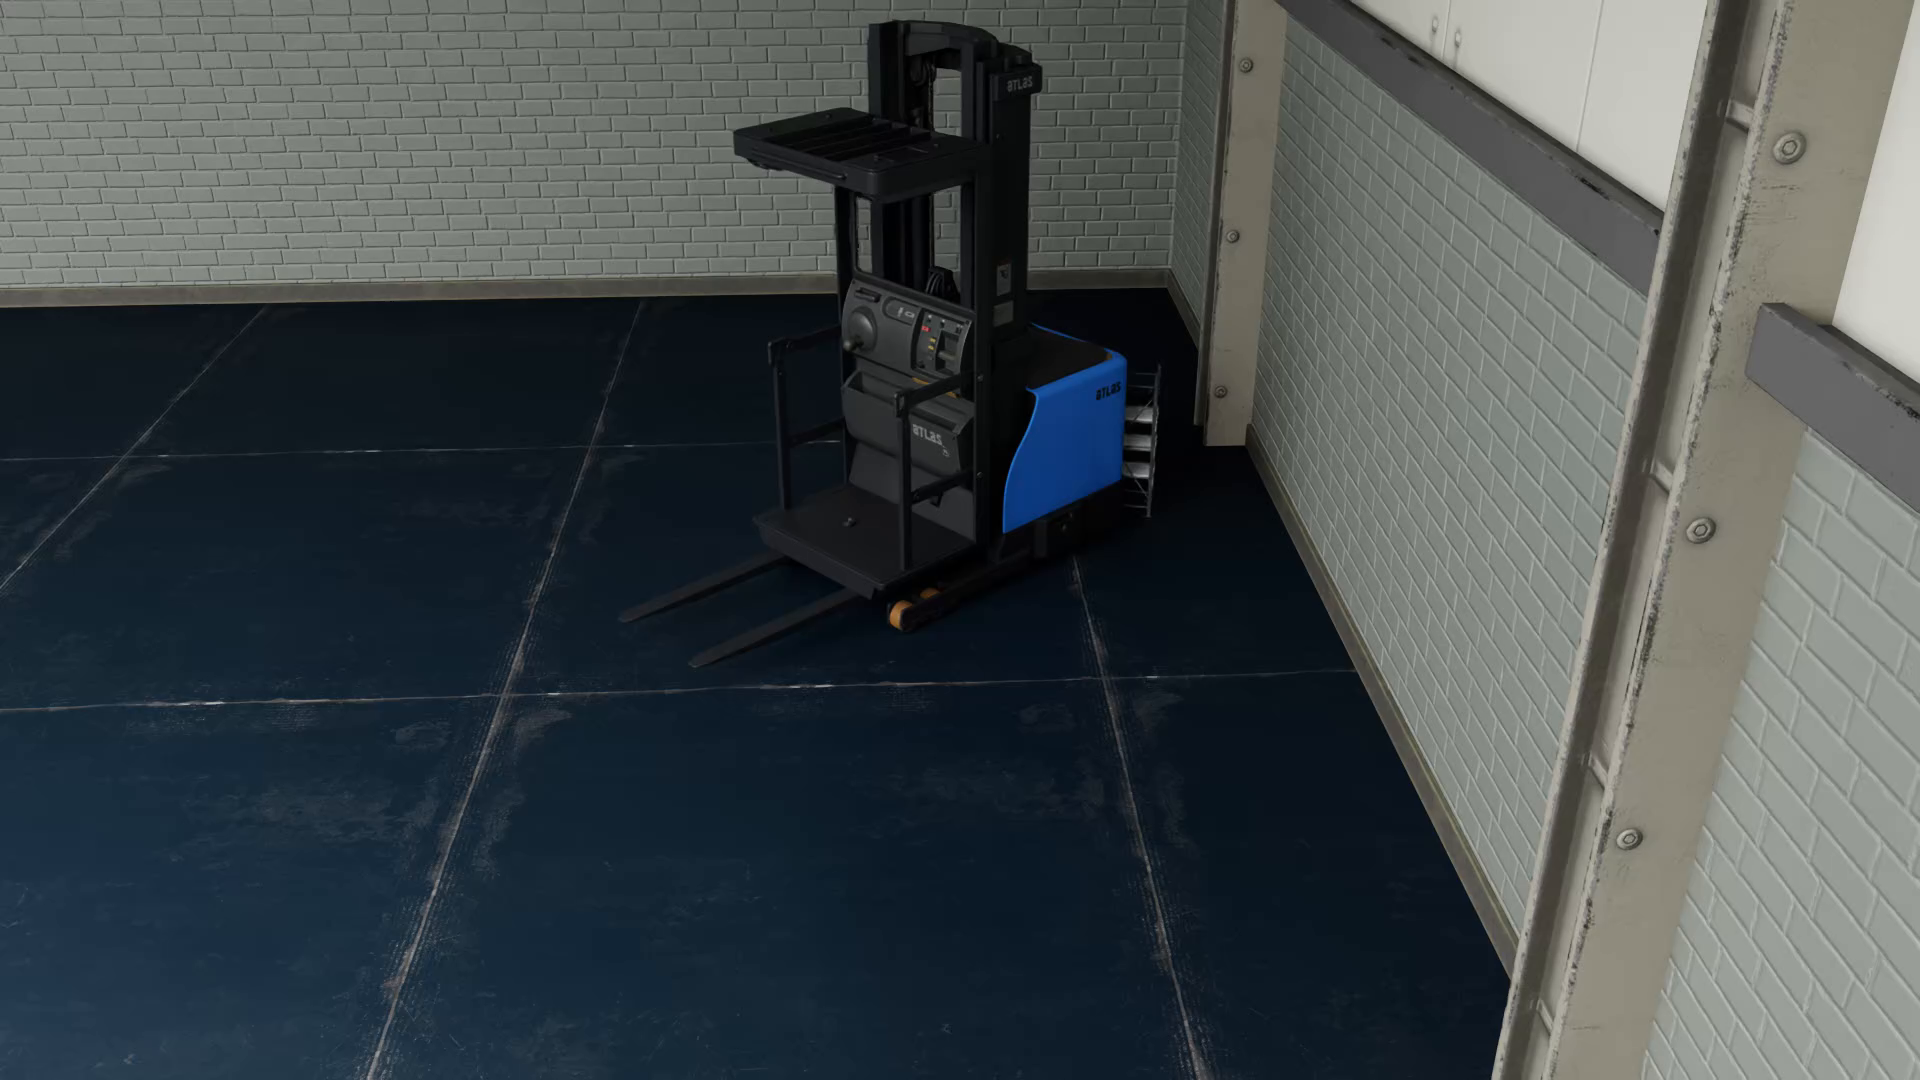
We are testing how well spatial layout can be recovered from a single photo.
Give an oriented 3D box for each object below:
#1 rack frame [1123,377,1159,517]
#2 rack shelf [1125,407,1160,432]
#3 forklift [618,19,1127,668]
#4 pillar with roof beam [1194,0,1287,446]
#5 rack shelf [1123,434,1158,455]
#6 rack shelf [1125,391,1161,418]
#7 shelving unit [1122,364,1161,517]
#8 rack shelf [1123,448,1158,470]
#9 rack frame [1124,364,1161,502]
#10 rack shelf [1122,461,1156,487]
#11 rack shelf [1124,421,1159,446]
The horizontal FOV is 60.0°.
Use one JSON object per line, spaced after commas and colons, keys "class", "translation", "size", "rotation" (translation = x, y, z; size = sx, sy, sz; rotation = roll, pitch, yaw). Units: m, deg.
{"class": "rack frame", "translation": [1.028, -0.550, 9.830], "size": [0.240, 0.900, 0.006], "rotation": [5, 28, 9]}
{"class": "rack shelf", "translation": [1.047, -0.726, 9.851], "size": [0.258, 0.077, 0.200], "rotation": [5, 28, 9]}
{"class": "forklift", "translation": [-0.437, -1.082, 8.654], "size": [3.031, 2.935, 1.130], "rotation": [-24, 36, -38]}
{"class": "pillar with roof beam", "translation": [-2.550, -4.600, 8.838], "size": [9.100, 9.000, 0.400], "rotation": [-1, 28, -3]}
{"class": "rack shelf", "translation": [1.047, -0.566, 9.934], "size": [0.258, 0.077, 0.200], "rotation": [5, 28, 9]}
{"class": "rack shelf", "translation": [1.047, -0.806, 9.809], "size": [0.258, 0.077, 0.200], "rotation": [5, 28, 9]}
{"class": "shelving unit", "translation": [1.047, -0.596, 9.919], "size": [0.258, 0.900, 0.210], "rotation": [5, 28, 9]}
{"class": "rack shelf", "translation": [1.047, -0.487, 9.976], "size": [0.258, 0.077, 0.200], "rotation": [5, 28, 9]}
{"class": "rack frame", "translation": [1.065, -0.642, 10.007], "size": [0.240, 0.900, 0.006], "rotation": [5, 28, 9]}
{"class": "rack shelf", "translation": [1.046, -0.407, 10.017], "size": [0.258, 0.077, 0.200], "rotation": [5, 28, 9]}
{"class": "rack shelf", "translation": [1.047, -0.646, 9.893], "size": [0.258, 0.077, 0.200], "rotation": [5, 28, 9]}
